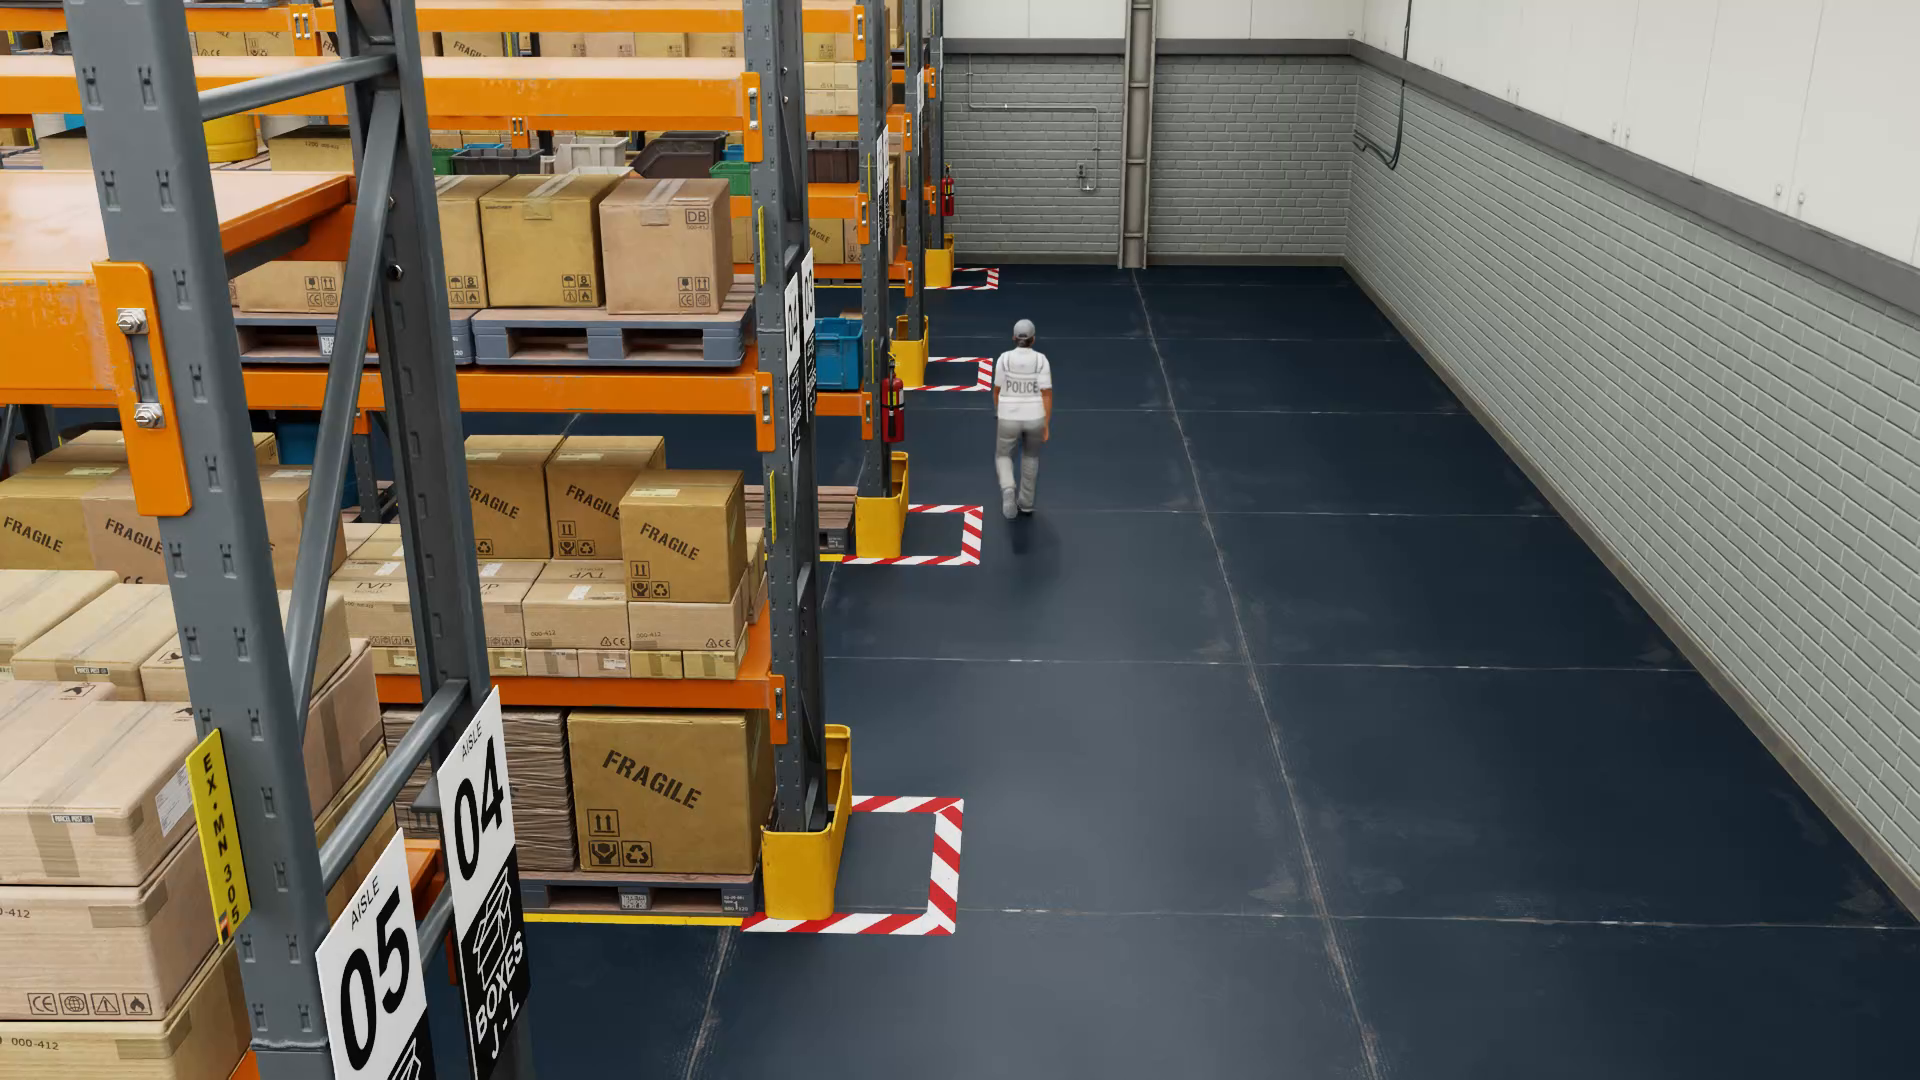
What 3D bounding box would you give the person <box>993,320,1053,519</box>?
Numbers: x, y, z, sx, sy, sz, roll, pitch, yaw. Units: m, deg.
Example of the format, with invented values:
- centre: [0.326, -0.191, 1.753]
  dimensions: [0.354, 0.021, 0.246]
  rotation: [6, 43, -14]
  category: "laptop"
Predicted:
- centre: [0.511, -0.971, 13.577]
  dimensions: [0.477, 1.644, 0.676]
  rotation: [0, 21, 0]
  category: "person"
